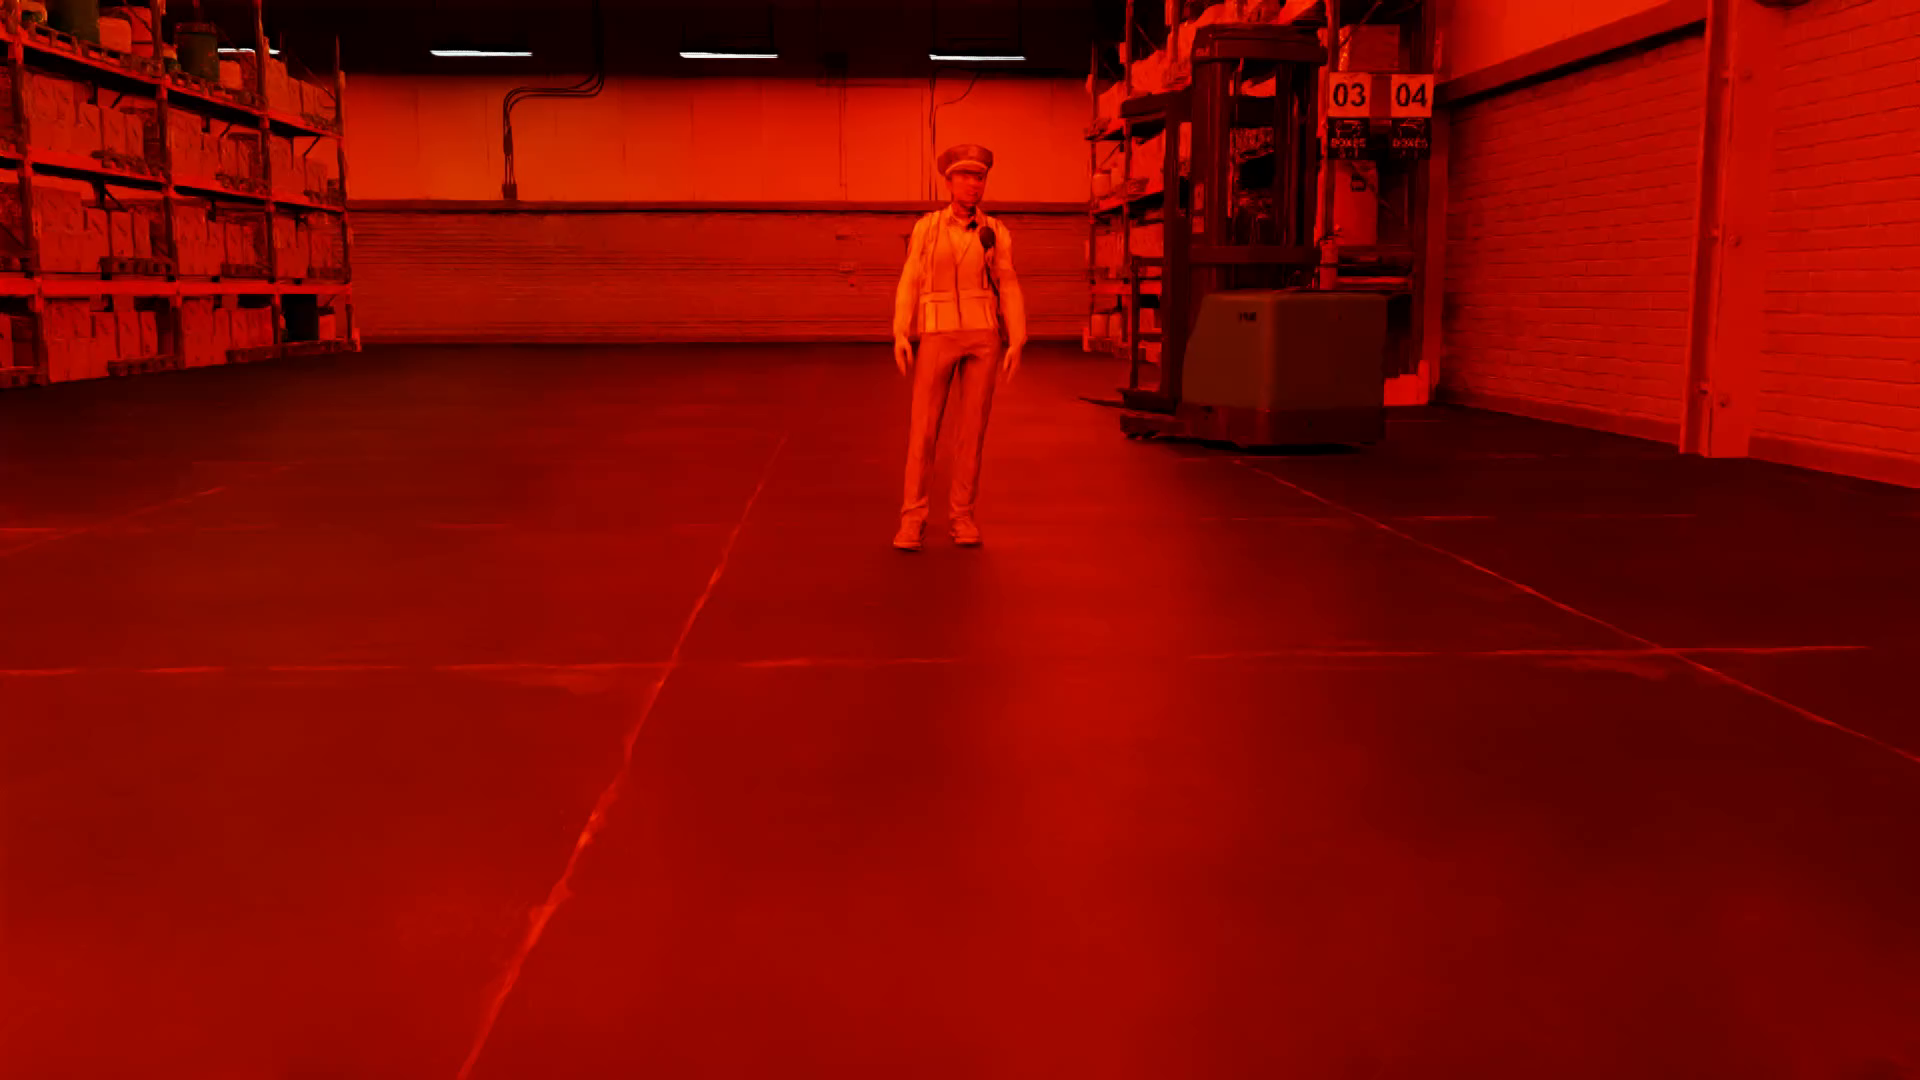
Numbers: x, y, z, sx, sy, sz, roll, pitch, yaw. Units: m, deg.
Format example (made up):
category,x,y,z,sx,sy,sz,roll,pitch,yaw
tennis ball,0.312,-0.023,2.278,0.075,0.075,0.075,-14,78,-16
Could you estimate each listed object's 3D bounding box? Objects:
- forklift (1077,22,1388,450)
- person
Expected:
category,x,y,z,sx,sy,sz,roll,pitch,yaw
forklift,1.878,-2.235,12.387,1.130,2.935,3.031,-4,9,-23
person,-0.003,-0.836,7.117,0.586,1.695,0.533,-1,8,-4
